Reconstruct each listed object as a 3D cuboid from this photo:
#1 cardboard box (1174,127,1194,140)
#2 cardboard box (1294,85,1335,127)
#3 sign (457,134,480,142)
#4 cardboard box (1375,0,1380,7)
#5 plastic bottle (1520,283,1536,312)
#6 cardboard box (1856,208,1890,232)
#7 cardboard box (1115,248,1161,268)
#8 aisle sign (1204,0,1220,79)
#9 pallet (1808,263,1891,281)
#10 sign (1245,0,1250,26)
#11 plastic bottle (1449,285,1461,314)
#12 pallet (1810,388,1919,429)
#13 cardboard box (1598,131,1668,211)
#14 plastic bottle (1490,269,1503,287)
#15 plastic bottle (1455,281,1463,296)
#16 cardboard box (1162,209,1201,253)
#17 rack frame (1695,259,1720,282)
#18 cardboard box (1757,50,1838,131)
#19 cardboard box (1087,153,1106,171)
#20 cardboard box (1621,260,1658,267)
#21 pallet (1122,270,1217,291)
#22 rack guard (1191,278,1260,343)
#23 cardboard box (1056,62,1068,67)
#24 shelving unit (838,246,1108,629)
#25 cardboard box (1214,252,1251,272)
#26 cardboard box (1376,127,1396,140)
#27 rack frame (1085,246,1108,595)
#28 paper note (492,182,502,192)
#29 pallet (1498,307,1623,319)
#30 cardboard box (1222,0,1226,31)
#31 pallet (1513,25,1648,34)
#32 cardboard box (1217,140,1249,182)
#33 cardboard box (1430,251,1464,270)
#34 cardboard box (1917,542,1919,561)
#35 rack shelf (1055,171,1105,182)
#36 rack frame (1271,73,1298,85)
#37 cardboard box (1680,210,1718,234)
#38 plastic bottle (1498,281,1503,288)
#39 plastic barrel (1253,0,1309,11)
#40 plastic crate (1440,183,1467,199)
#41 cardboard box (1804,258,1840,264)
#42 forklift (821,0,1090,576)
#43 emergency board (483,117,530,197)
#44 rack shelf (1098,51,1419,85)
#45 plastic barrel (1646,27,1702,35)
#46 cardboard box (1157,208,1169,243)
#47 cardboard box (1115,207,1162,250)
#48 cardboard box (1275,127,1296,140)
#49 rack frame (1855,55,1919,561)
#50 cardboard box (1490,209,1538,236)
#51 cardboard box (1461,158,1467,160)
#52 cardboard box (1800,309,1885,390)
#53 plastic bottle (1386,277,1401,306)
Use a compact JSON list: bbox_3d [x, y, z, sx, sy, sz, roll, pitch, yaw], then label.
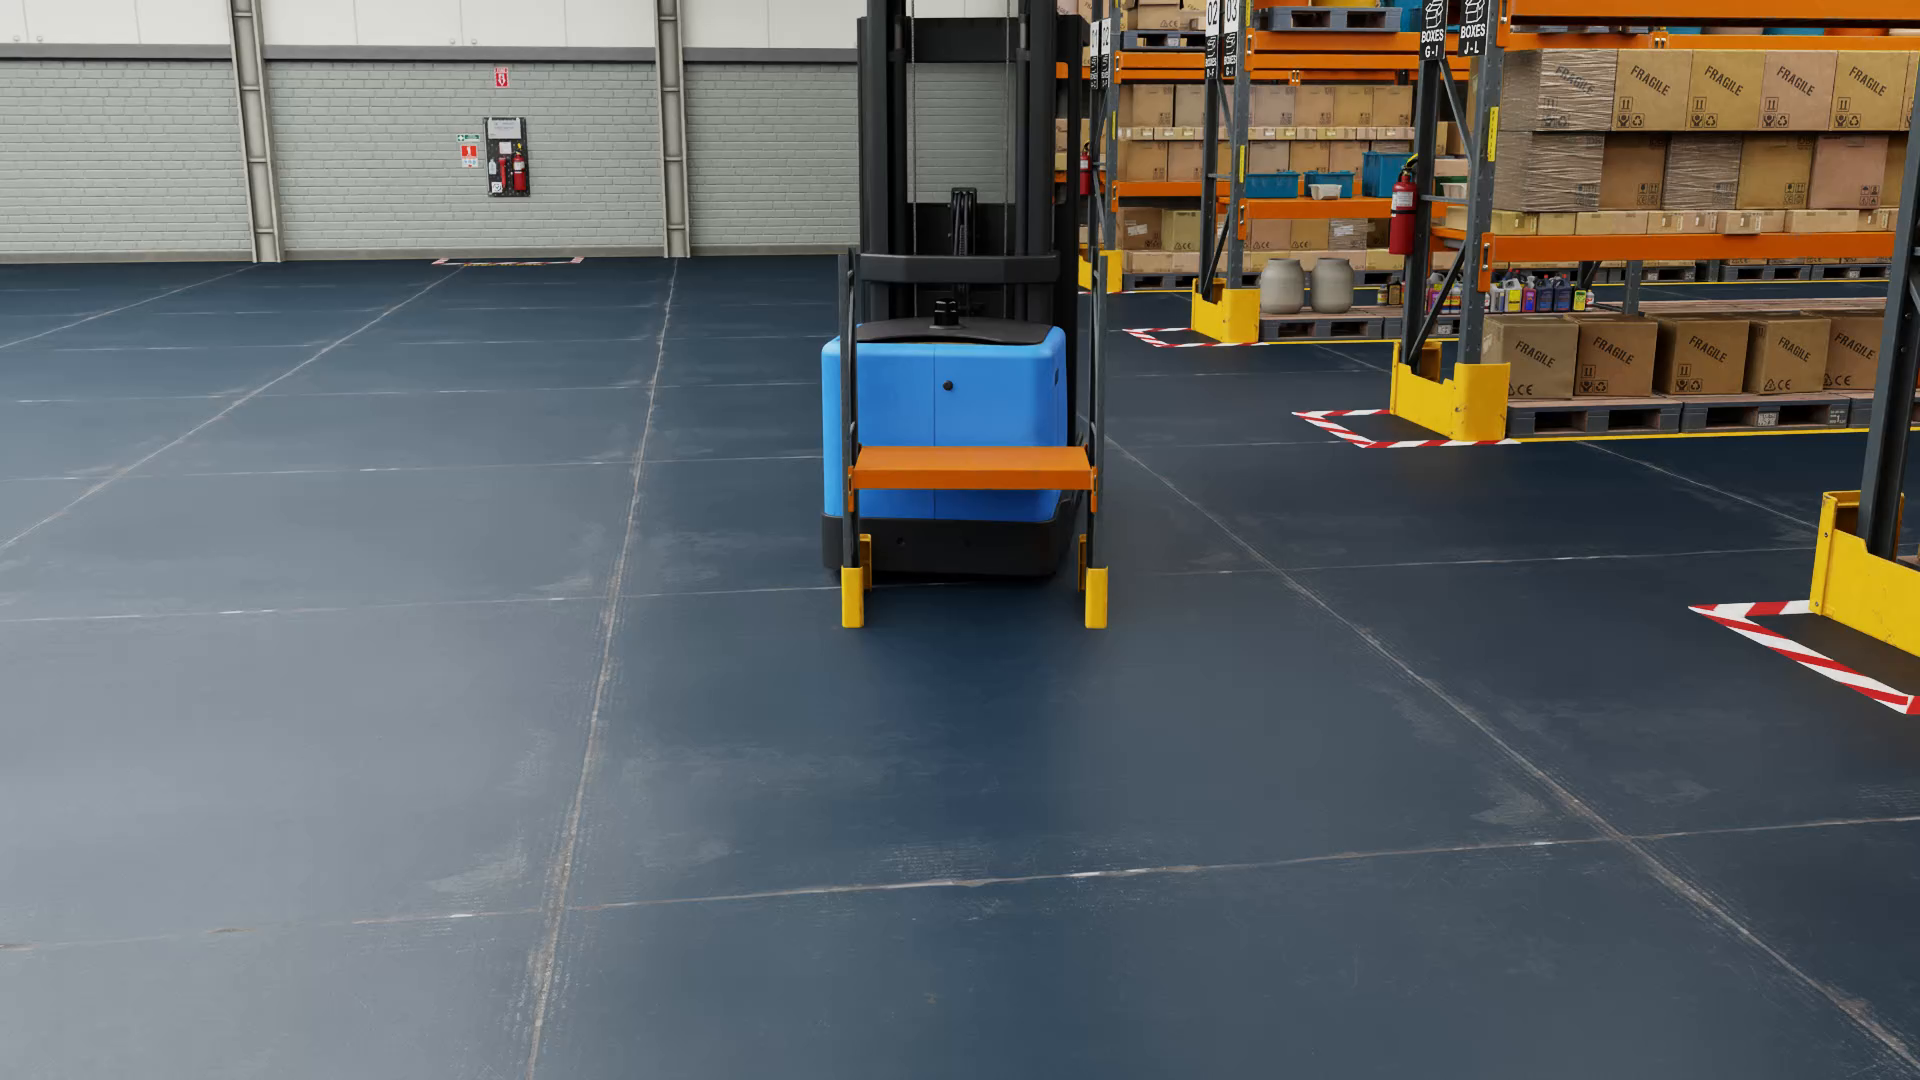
[{"bbox_3d":[2.683,-4.960,20.296,0.250,0.149,0.380,-2,14,-8],"label":"cardboard box"},{"bbox_3d":[4.278,-5.385,20.653,0.500,0.500,0.700,-2,14,-8],"label":"cardboard box"},{"bbox_3d":[-7.361,-6.020,24.898,0.331,0.109,0.001,-2,14,-8],"label":"sign"},{"bbox_3d":[5.174,-6.581,20.774,0.500,0.500,0.500,-1,14,-4],"label":"cardboard box"},{"bbox_3d":[5.507,-2.350,16.104,0.133,0.283,0.061,-1,14,-5],"label":"plastic bottle"},{"bbox_3d":[6.012,-2.163,11.197,0.250,0.149,0.380,-2,14,-8],"label":"cardboard box"},{"bbox_3d":[2.242,-3.576,21.106,0.500,0.250,0.500,-2,14,-8],"label":"cardboard box"},{"bbox_3d":[2.374,-4.754,15.668,0.004,0.787,0.394,-2,14,-8],"label":"aisle sign"},{"bbox_3d":[11.614,-3.615,22.201,1.213,0.211,1.003,-2,14,-8],"label":"pallet"},{"bbox_3d":[2.567,-4.751,14.816,0.005,0.325,0.100,-2,14,-8],"label":"sign"},{"bbox_3d":[4.767,-2.321,16.015,0.097,0.271,0.097,0,14,0],"label":"plastic bottle"},{"bbox_3d":[6.524,-0.993,11.746,1.213,0.211,1.003,-2,14,-8],"label":"pallet"},{"bbox_3d":[4.252,-2.486,11.151,0.500,0.500,0.875,-2,14,-8],"label":"cardboard box"},{"bbox_3d":[5.399,-2.562,16.811,0.185,0.351,0.144,-3,14,-11],"label":"plastic bottle"},{"bbox_3d":[5.025,-2.475,16.620,0.135,0.276,0.152,-2,14,-8],"label":"plastic bottle"},{"bbox_3d":[2.813,-3.834,20.592,0.500,0.500,0.500,-2,14,-8],"label":"cardboard box"},{"bbox_3d":[9.666,-4.906,21.617,0.127,3.000,1.000,-2,14,-8],"label":"rack frame"},{"bbox_3d":[5.295,-2.920,10.825,0.500,0.500,0.500,-2,14,-8],"label":"cardboard box"},{"bbox_3d":[2.055,-5.708,25.083,0.500,0.250,0.500,-3,14,-10],"label":"cardboard box"},{"bbox_3d":[8.673,-3.679,21.513,0.500,0.250,0.500,-2,14,-9],"label":"cardboard box"},{"bbox_3d":[2.506,-3.301,20.951,1.213,0.211,1.003,-2,14,-8],"label":"pallet"},{"bbox_3d":[2.558,-2.226,16.070,0.348,0.500,1.175,-2,14,-8],"label":"rack guard"},{"bbox_3d":[1.382,-7.273,24.641,0.500,0.500,0.500,-2,14,-7],"label":"cardboard box"},{"bbox_3d":[0.062,-0.439,6.888,1.083,1.500,0.587,0,14,1],"label":"shelving unit"},{"bbox_3d":[3.307,-3.489,20.757,0.500,0.250,0.500,-2,14,-8],"label":"cardboard box"},{"bbox_3d":[5.229,-5.054,20.670,0.250,0.149,0.380,-2,14,-9],"label":"cardboard box"},{"bbox_3d":[0.562,-0.437,6.882,0.032,1.500,0.500,0,14,1],"label":"rack frame"},{"bbox_3d":[-6.990,-5.326,25.103,0.142,0.148,0.016,-2,14,-8],"label":"paper note"},{"bbox_3d":[5.775,-2.202,16.570,1.213,0.211,1.003,-2,14,-8],"label":"pallet"},{"bbox_3d":[3.438,-6.385,19.994,0.500,0.500,0.500,-2,14,-8],"label":"cardboard box"},{"bbox_3d":[5.746,-4.883,15.748,1.003,0.211,1.213,-2,14,-8],"label":"pallet"},{"bbox_3d":[3.230,-4.715,20.651,0.500,0.500,0.700,-2,14,-8],"label":"cardboard box"},{"bbox_3d":[6.147,-3.586,21.143,0.500,0.250,0.500,-2,14,-10],"label":"cardboard box"},{"bbox_3d":[4.527,-0.250,6.556,0.875,0.875,0.875,-2,14,-8],"label":"cardboard box"},{"bbox_3d":[2.992,-5.531,25.589,4.000,0.370,1.077,-2,14,-8],"label":"rack shelf"},{"bbox_3d":[4.969,-5.952,25.790,0.127,3.000,1.000,-2,14,-8],"label":"rack frame"},{"bbox_3d":[4.780,-2.111,10.989,0.250,0.149,0.380,-2,14,-8],"label":"cardboard box"},{"bbox_3d":[5.301,-2.378,16.216,0.133,0.283,0.061,-2,14,-8],"label":"plastic bottle"},{"bbox_3d":[2.951,-5.339,15.434,0.708,0.830,0.600,-2,14,-8],"label":"plastic barrel"},{"bbox_3d":[4.877,-3.322,15.842,0.437,0.136,0.530,-2,14,-8],"label":"plastic crate"},{"bbox_3d":[11.173,-3.892,21.808,0.500,0.500,0.500,-2,14,-9],"label":"cardboard box"},{"bbox_3d":[0.078,-1.572,8.466,1.130,2.935,3.031,2,14,7],"label":"forklift"},{"bbox_3d":[-6.805,-5.743,24.955,0.643,1.169,0.194,-2,14,-8],"label":"emergency board"},{"bbox_3d":[3.733,-5.794,20.473,4.000,0.370,1.077,-2,14,-8],"label":"rack shelf"},{"bbox_3d":[6.916,-5.338,16.144,0.708,0.901,0.600,-2,14,-8],"label":"plastic barrel"},{"bbox_3d":[3.008,-4.847,25.617,0.500,0.500,0.700,-3,14,-12],"label":"cardboard box"},{"bbox_3d":[2.242,-3.941,21.016,0.500,0.500,0.500,-2,14,-8],"label":"cardboard box"},{"bbox_3d":[3.956,-5.007,20.480,0.250,0.149,0.380,-2,14,-6],"label":"cardboard box"},{"bbox_3d":[3.867,-1.036,6.187,0.127,3.000,1.000,-2,14,-8],"label":"rack frame"},{"bbox_3d":[3.545,-2.064,10.802,0.250,0.149,0.380,-2,14,-8],"label":"cardboard box"},{"bbox_3d":[6.553,-4.772,21.359,0.258,0.266,0.396,-2,14,-10],"label":"cardboard box"},{"bbox_3d":[6.216,-1.342,11.681,0.500,0.500,0.500,2,14,10],"label":"cardboard box"},{"bbox_3d":[4.353,-2.501,16.707,0.133,0.283,0.061,-2,14,-7],"label":"plastic bottle"}]
